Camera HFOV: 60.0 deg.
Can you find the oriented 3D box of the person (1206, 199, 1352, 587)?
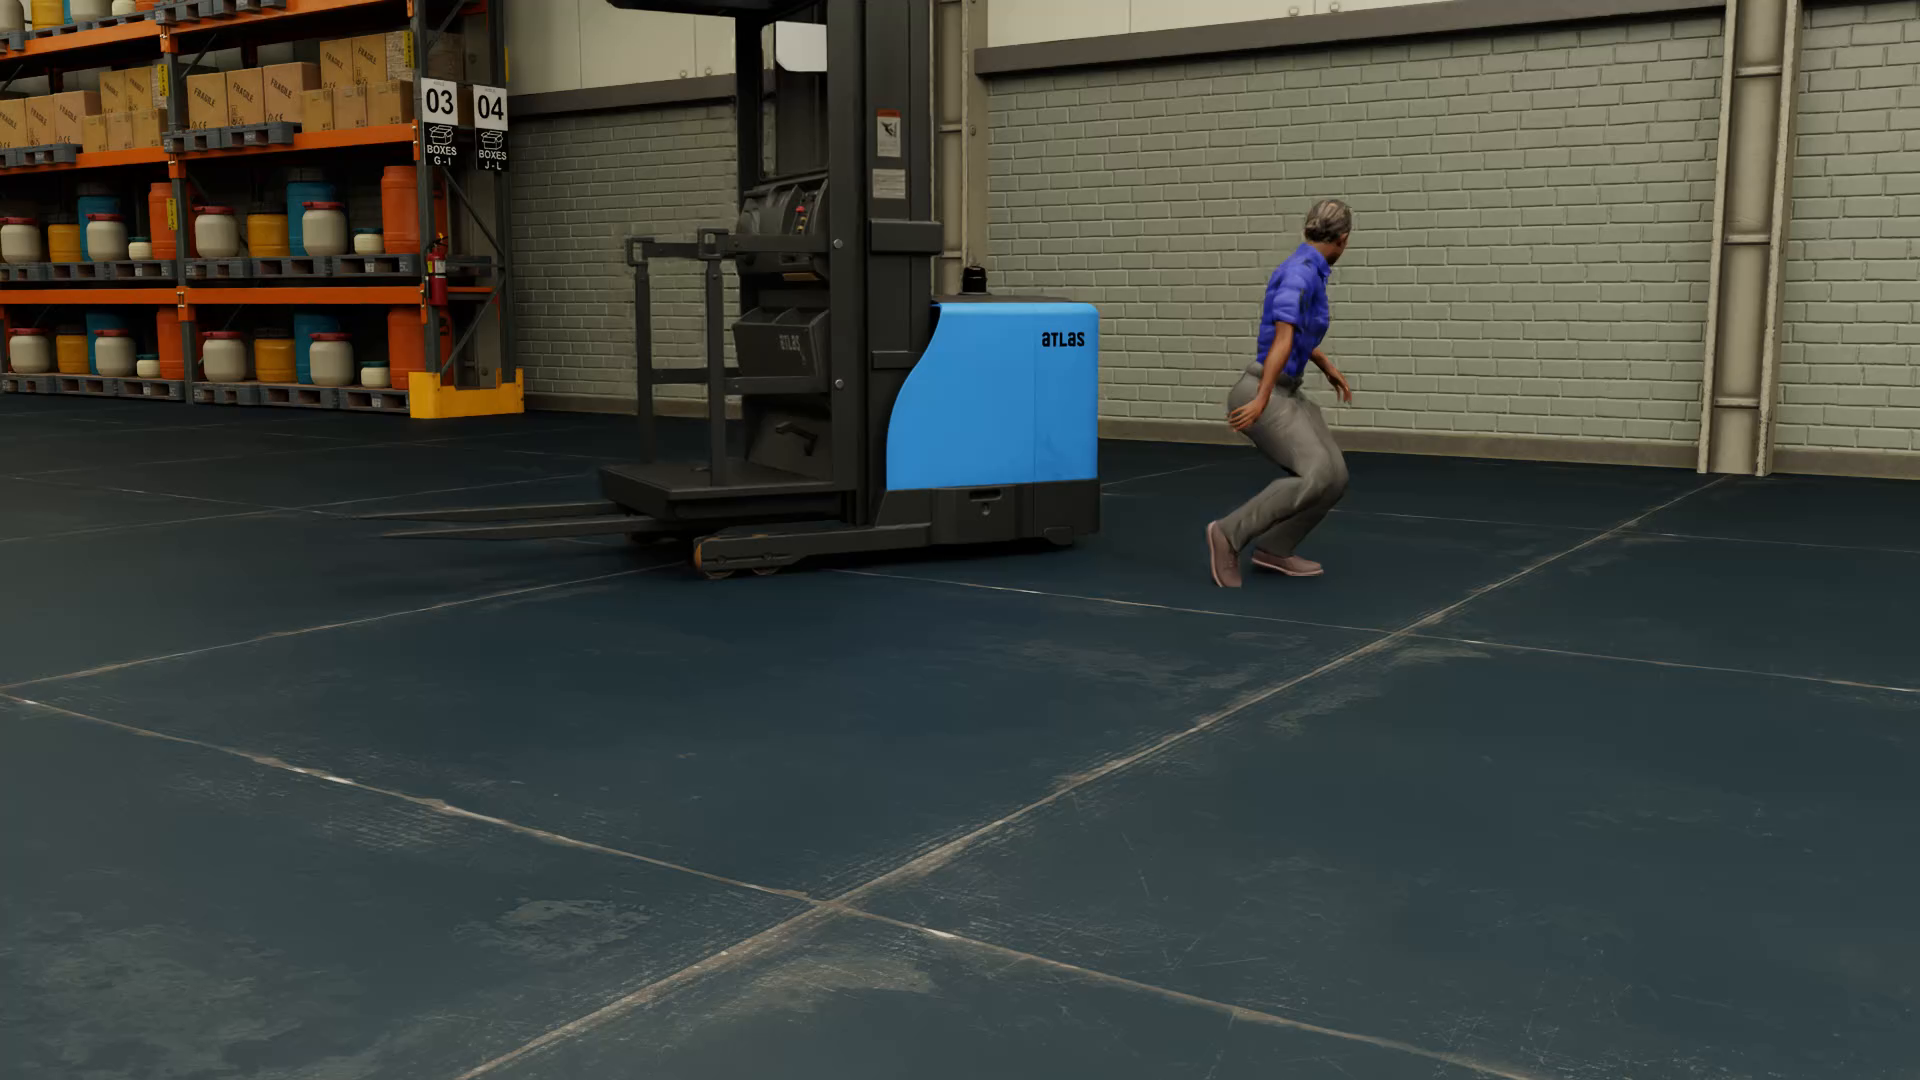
[{"bbox_3d":[1.223,-0.539,6.345,0.492,1.503,0.885,3,9,22],"label":"person"}]

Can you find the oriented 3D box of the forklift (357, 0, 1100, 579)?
[{"bbox_3d":[-0.933,-1.382,6.914,3.031,2.935,1.130,-4,9,-26],"label":"forklift"}]
